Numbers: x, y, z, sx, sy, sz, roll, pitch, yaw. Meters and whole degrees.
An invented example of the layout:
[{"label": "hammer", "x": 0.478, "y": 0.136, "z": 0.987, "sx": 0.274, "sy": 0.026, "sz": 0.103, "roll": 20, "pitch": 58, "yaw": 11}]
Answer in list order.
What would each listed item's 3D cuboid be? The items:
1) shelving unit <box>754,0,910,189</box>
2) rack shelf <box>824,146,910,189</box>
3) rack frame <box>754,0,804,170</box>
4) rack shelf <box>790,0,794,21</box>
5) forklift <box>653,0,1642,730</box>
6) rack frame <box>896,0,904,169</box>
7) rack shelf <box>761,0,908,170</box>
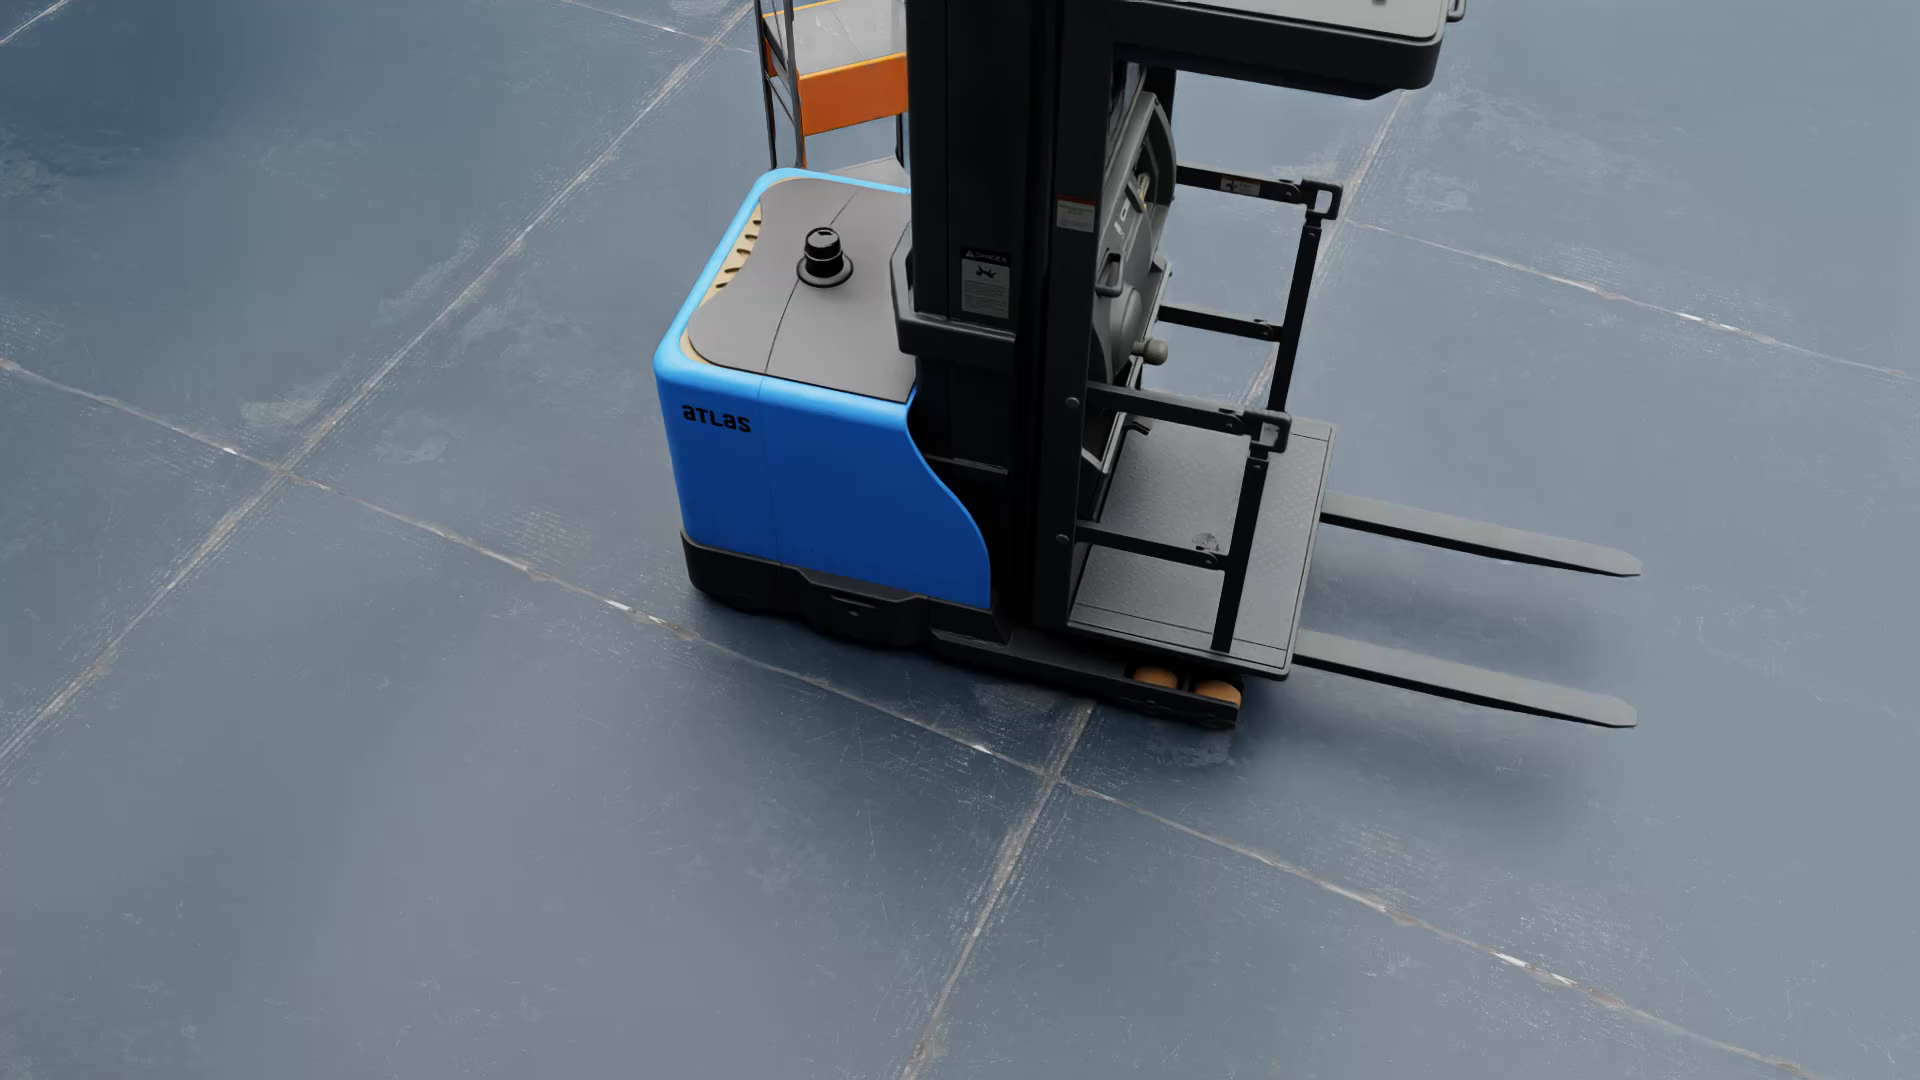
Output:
[{"label": "shelving unit", "x": -0.380, "y": -1.557, "z": 5.696, "sx": 0.503, "sy": 2.100, "sz": 0.431, "roll": -17, "pitch": 52, "yaw": -14}, {"label": "rack shelf", "x": -0.380, "y": -1.094, "z": 6.239, "sx": 0.480, "sy": 0.518, "sz": 0.431, "roll": -17, "pitch": 52, "yaw": -14}, {"label": "rack frame", "x": -0.606, "y": -1.486, "z": 5.636, "sx": 0.015, "sy": 2.100, "sz": 0.400, "roll": -17, "pitch": 52, "yaw": -14}, {"label": "rack shelf", "x": -0.380, "y": -2.001, "z": 5.173, "sx": 0.480, "sy": 0.518, "sz": 0.431, "roll": -17, "pitch": 52, "yaw": -14}, {"label": "forklift", "x": 0.667, "y": -0.811, "z": 4.516, "sx": 3.031, "sy": 2.935, "sz": 1.130, "roll": 12, "pitch": 51, "yaw": 10}, {"label": "rack frame", "x": -0.155, "y": -1.627, "z": 5.756, "sx": 0.015, "sy": 2.100, "sz": 0.400, "roll": -17, "pitch": 52, "yaw": -14}, {"label": "rack shelf", "x": -0.380, "y": -1.548, "z": 5.706, "sx": 0.480, "sy": 0.518, "sz": 0.431, "roll": -17, "pitch": 52, "yaw": -14}]
